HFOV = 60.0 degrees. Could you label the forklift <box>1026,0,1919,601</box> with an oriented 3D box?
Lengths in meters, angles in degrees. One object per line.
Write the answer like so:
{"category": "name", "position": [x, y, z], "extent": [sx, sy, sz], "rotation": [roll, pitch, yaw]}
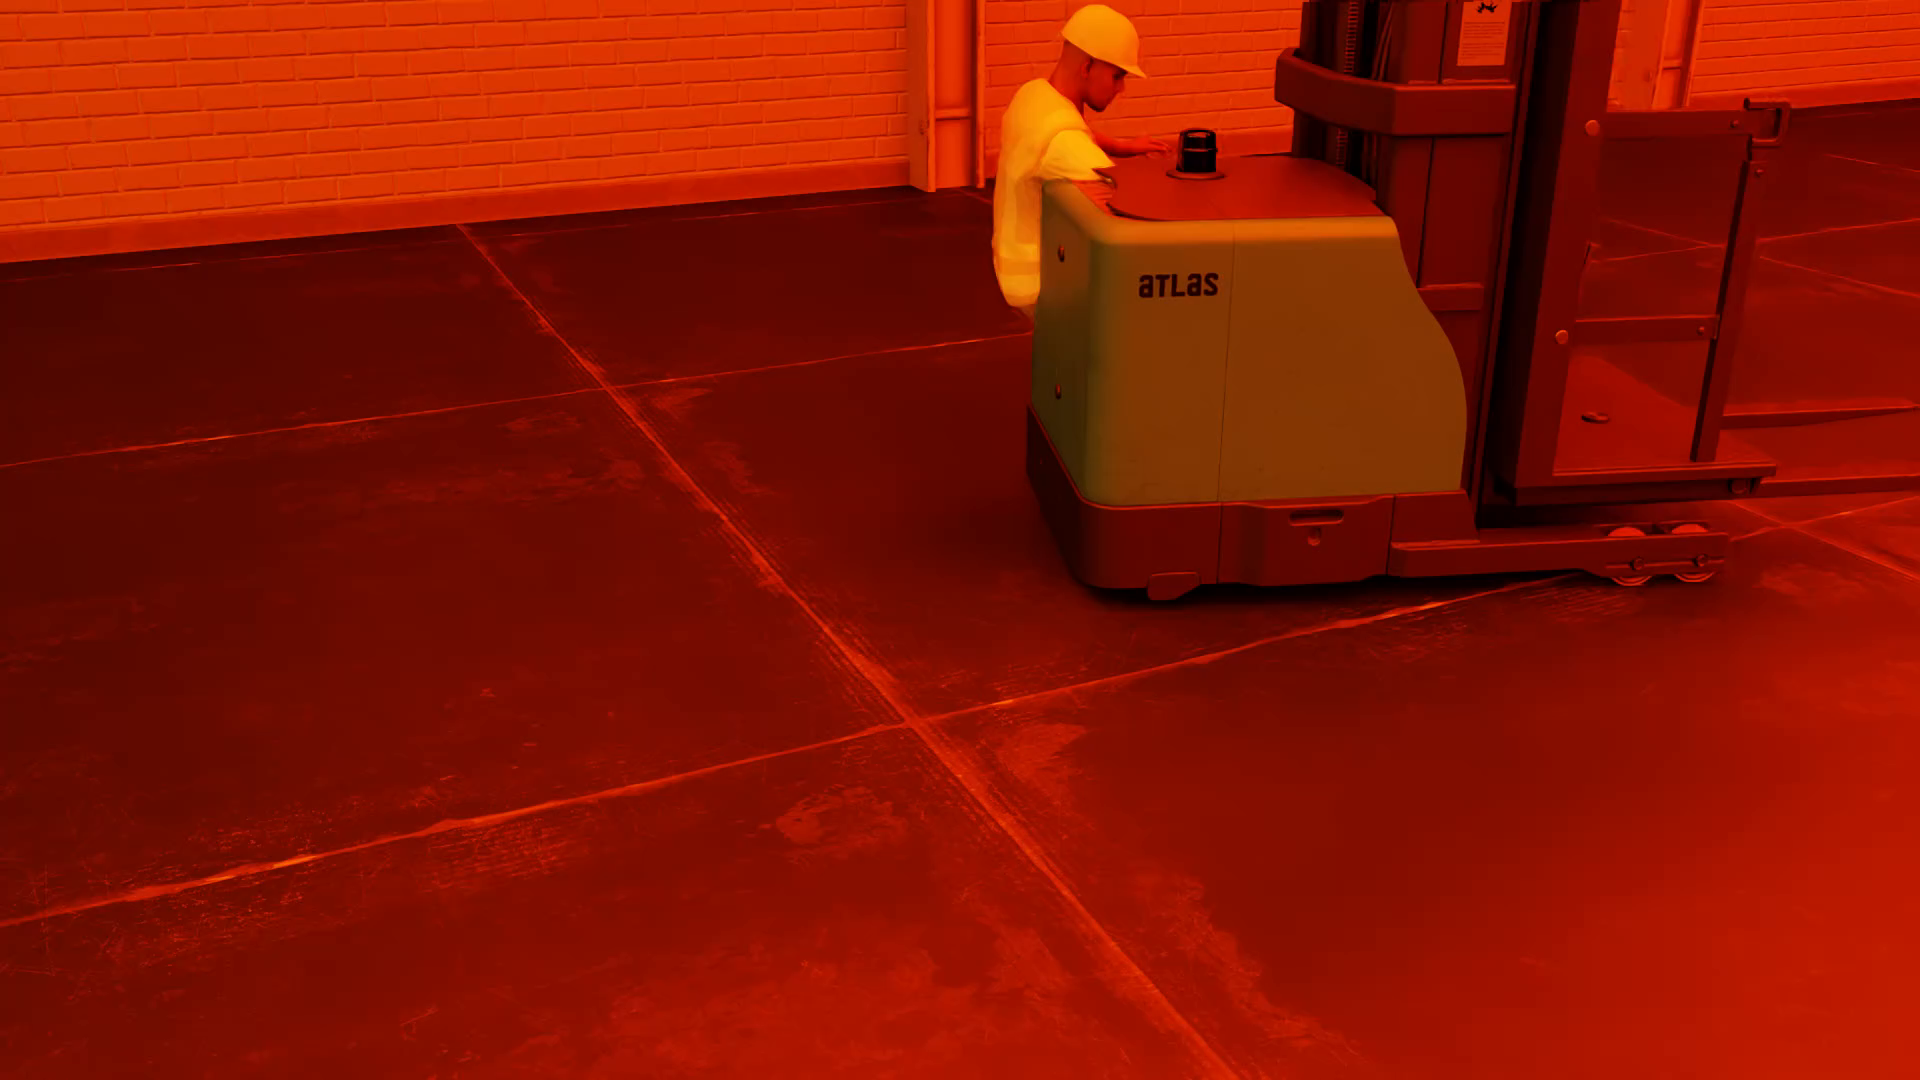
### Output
{"category": "forklift", "position": [1.774, -1.419, 4.703], "extent": [3.031, 2.935, 1.130], "rotation": [-3, 23, -7]}

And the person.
{"category": "person", "position": [0.491, -0.904, 5.288], "extent": [0.775, 1.536, 1.016], "rotation": [-1, 23, -3]}
